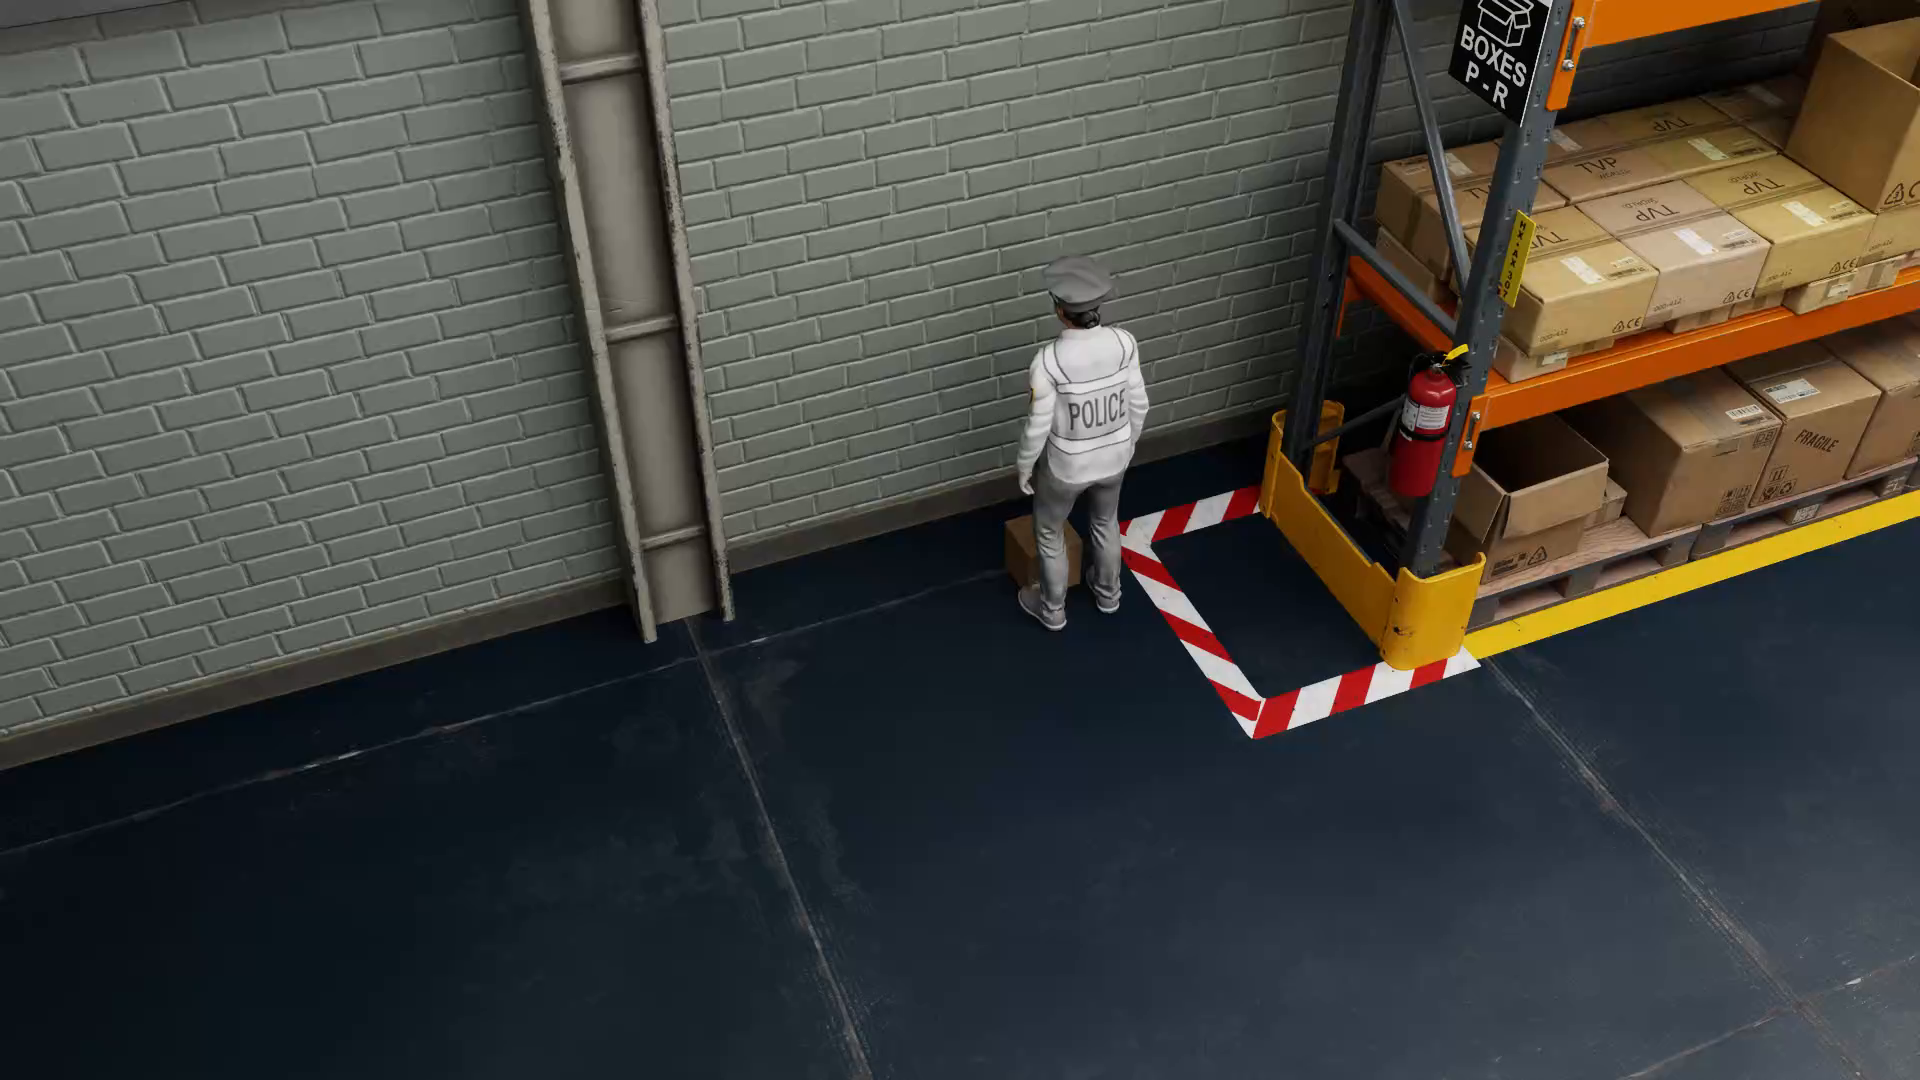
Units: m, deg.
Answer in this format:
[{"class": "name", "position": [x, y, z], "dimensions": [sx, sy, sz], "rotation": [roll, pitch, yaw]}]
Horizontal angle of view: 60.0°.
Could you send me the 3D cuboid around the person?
[{"class": "person", "position": [0.464, -0.325, 6.518], "dimensions": [0.526, 1.663, 0.376], "rotation": [-16, 44, -17]}]
